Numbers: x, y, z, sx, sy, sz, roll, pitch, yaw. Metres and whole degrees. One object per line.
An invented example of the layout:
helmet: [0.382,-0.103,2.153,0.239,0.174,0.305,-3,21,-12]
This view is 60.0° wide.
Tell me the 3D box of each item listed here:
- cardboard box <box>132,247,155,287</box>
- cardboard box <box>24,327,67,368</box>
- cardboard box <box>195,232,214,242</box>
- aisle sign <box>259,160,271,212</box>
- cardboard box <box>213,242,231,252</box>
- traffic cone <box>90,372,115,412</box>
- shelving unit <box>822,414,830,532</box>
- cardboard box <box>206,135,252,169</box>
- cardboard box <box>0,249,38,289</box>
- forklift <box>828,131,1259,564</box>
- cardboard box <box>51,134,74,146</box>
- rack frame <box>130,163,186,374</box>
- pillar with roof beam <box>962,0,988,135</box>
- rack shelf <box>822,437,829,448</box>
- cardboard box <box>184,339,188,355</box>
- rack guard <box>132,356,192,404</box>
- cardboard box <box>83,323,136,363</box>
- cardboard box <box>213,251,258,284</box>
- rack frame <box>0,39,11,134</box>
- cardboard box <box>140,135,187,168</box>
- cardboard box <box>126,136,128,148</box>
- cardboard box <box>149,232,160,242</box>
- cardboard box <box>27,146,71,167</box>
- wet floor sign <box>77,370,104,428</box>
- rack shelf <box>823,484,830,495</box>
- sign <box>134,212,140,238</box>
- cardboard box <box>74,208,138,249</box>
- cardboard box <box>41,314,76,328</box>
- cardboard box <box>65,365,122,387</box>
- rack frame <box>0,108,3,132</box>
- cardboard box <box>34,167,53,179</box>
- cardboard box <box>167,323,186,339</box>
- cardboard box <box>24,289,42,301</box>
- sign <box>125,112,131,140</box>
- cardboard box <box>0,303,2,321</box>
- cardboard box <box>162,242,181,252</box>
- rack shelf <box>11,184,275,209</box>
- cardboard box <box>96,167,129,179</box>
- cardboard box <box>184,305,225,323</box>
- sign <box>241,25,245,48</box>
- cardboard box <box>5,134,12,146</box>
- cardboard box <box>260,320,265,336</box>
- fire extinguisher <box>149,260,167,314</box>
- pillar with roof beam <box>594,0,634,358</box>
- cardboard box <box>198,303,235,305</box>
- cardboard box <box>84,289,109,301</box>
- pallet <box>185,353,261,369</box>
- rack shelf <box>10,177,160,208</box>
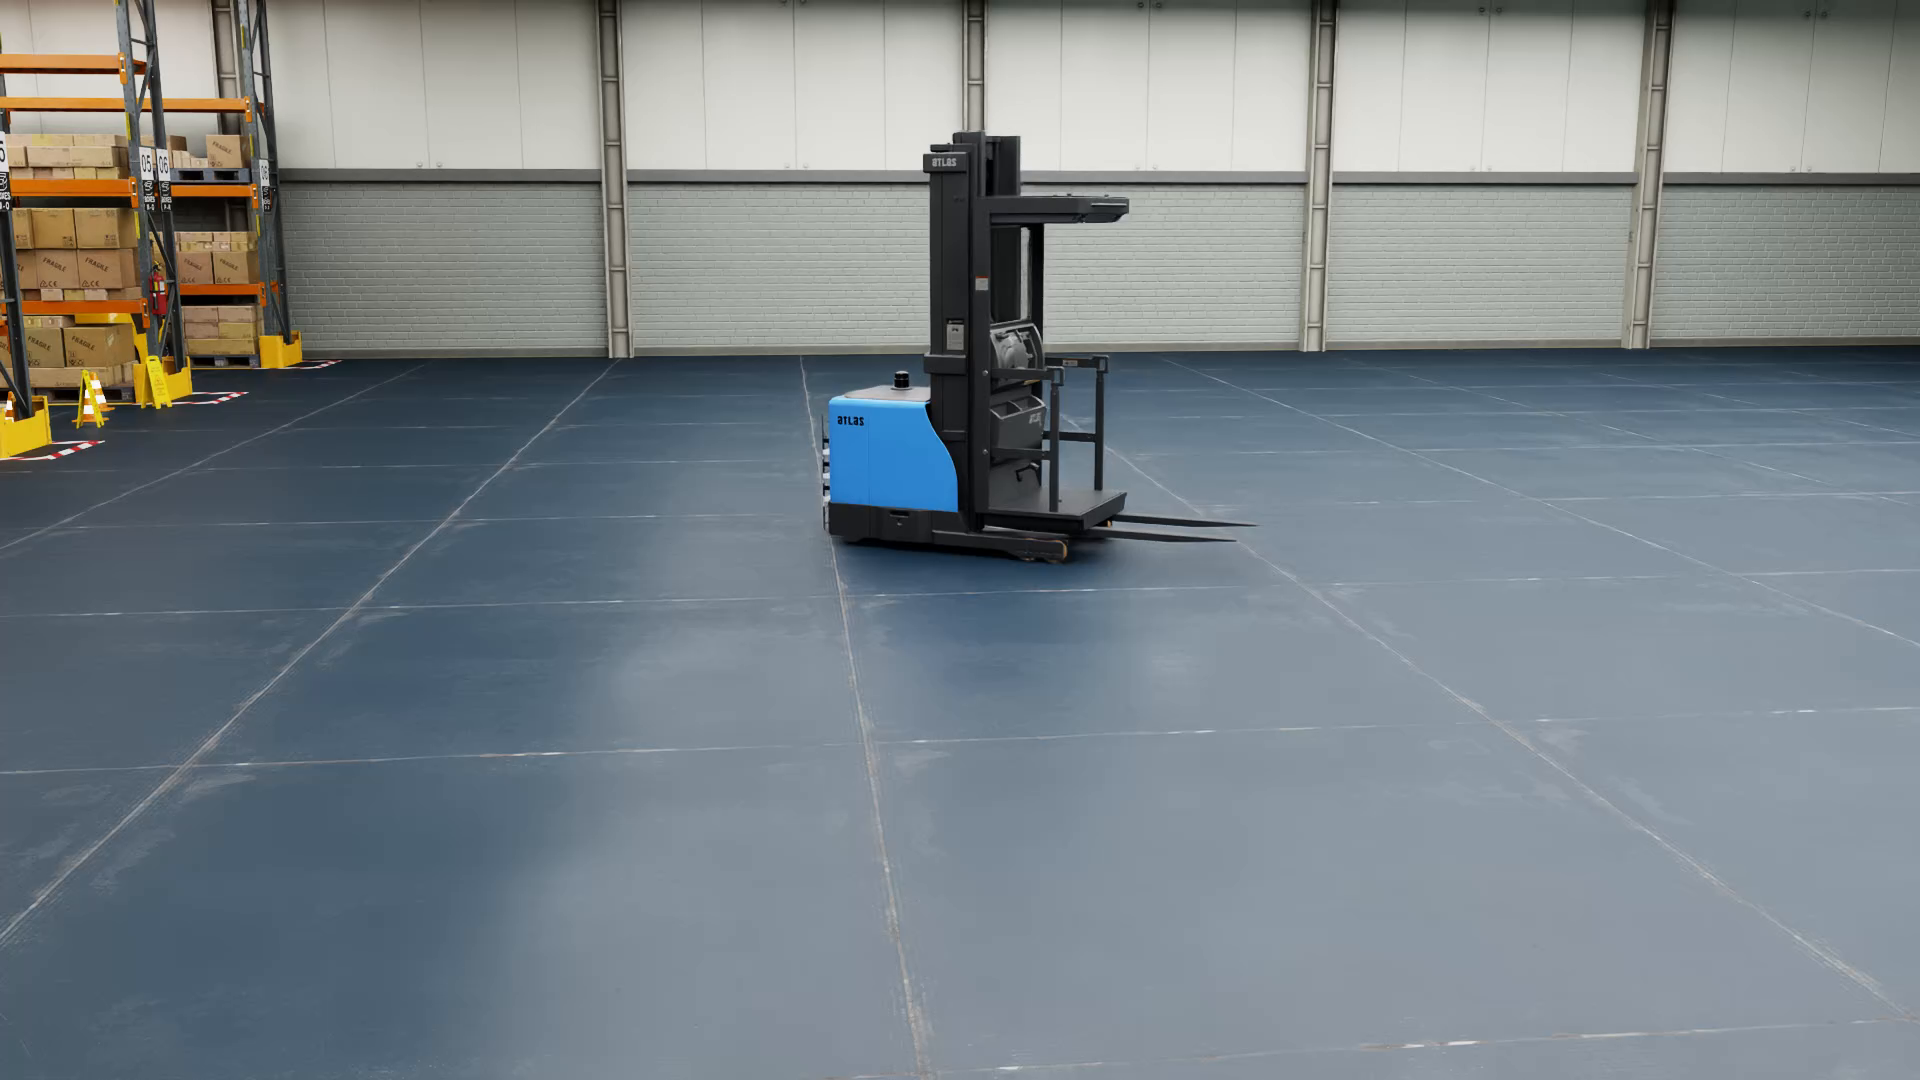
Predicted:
cardboard box: [-10.854,-3.568,21.713,0.500,0.500,0.500,-1,11,-7]
cardboard box: [-11.640,-2.477,21.285,0.500,0.500,0.500,-1,11,-4]
cardboard box: [-11.725,-4.726,25.917,0.250,0.149,0.380,-1,11,-5]
aisle sign: [-10.796,-5.503,25.842,0.004,0.787,0.394,-1,11,-6]
cardboard box: [-11.458,-4.577,25.934,0.250,0.149,0.380,-1,11,-5]
traffic cone: [-10.641,-1.829,20.472,0.334,0.463,0.336,-1,11,-6]
shelving unit: [-0.897,-0.516,12.658,0.210,0.900,0.258,5,12,22]
cardboard box: [-11.307,-6.002,25.739,0.500,0.500,0.500,-1,11,-4]
cardboard box: [-11.859,-3.442,21.068,0.500,0.500,0.500,-1,11,-6]
forklift: [0.596,-1.390,11.838,3.031,2.935,1.130,5,12,22]
cardboard box: [-11.170,-4.999,20.830,0.250,0.149,0.380,-1,11,-7]
rack frame: [-10.353,-3.330,21.531,0.127,3.000,1.000,-1,11,-6]
pillar with roof beam: [0.712,-6.808,23.671,0.400,9.000,9.100,-1,11,-6]
rack shelf: [-0.897,-0.748,12.612,0.200,0.077,0.258,5,12,22]
cardboard box: [-12.320,-3.051,26.152,0.500,0.250,0.500,-1,11,-5]
rack guard: [-10.429,-2.102,21.764,0.348,0.500,1.175,-1,11,-6]
cardboard box: [-11.208,-2.591,21.864,0.500,0.500,0.500,-2,11,-8]
cardboard box: [-11.354,-4.270,26.054,0.500,0.500,0.500,-1,11,-7]
rack frame: [-14.869,-7.142,25.370,0.127,3.000,1.000,-1,11,-6]
cardboard box: [-12.336,-6.000,25.728,0.500,0.500,0.700,-1,11,-6]
cardboard box: [-10.728,-5.102,21.350,0.250,0.149,0.380,-1,11,-6]
cardboard box: [-12.484,-4.701,25.795,0.250,0.149,0.380,-1,11,-5]
cardboard box: [-11.334,-4.804,20.871,0.500,0.250,0.500,-1,11,-7]
wet floor sign: [-9.903,-1.608,18.875,0.232,0.644,0.267,-3,12,-16]
rack shelf: [-0.897,-0.395,12.682,0.200,0.077,0.258,5,12,22]
sign: [-10.313,-3.946,20.845,0.005,0.325,0.100,-1,11,-6]
cardboard box: [-10.837,-3.963,21.129,0.500,0.500,0.700,-1,11,-7]
cardboard box: [-11.479,-2.786,21.177,0.250,0.149,0.380,-1,11,-4]
cardboard box: [-11.151,-2.118,21.405,0.500,0.250,0.500,-1,11,-6]
rack frame: [-9.718,-5.327,16.134,0.127,3.000,1.000,-1,11,-6]
cardboard box: [-11.448,-4.615,20.940,0.250,0.149,0.380,-1,11,-6]
cardboard box: [-12.354,-3.291,26.075,0.500,0.250,0.500,-1,11,-7]
cardboard box: [-11.721,-3.141,21.219,0.250,0.149,0.380,-1,11,-5]
sign: [-10.313,-5.129,20.613,0.005,0.325,0.100,-1,11,-6]
cardboard box: [-10.082,-2.440,16.615,0.550,0.550,0.875,-1,11,-6]
cardboard box: [-12.231,-4.566,25.877,0.250,0.149,0.380,-2,11,-8]
rack shelf: [-12.881,-5.359,25.941,4.000,0.370,1.077,-1,11,-6]
cardboard box: [-10.678,-4.618,20.955,0.250,0.149,0.380,-1,11,-6]
cardboard box: [-11.824,-3.548,26.088,0.500,0.250,0.500,-1,11,-5]
sign: [-10.848,-7.618,25.165,0.005,0.325,0.100,-1,11,-6]
cardboard box: [-11.934,-5.000,20.832,0.250,0.149,0.380,-2,11,-8]
cardboard box: [-11.383,-3.414,26.702,0.500,0.250,0.500,-1,11,-5]
fire extinguisher: [-10.190,-3.206,21.101,0.183,0.674,0.296,-1,11,-6]
pillar with roof beam: [-5.253,-6.683,23.035,0.400,9.000,9.100,-1,11,-6]
cardboard box: [-11.887,-3.645,26.578,0.500,0.250,0.500,-1,11,-6]
cardboard box: [-10.942,-3.131,21.172,0.250,0.149,0.380,-1,11,-7]
pallet: [-11.649,-2.890,26.520,1.213,0.211,1.003,-1,11,-6]
rack shelf: [-12.341,-4.407,21.099,4.000,0.370,1.077,-1,11,-6]
